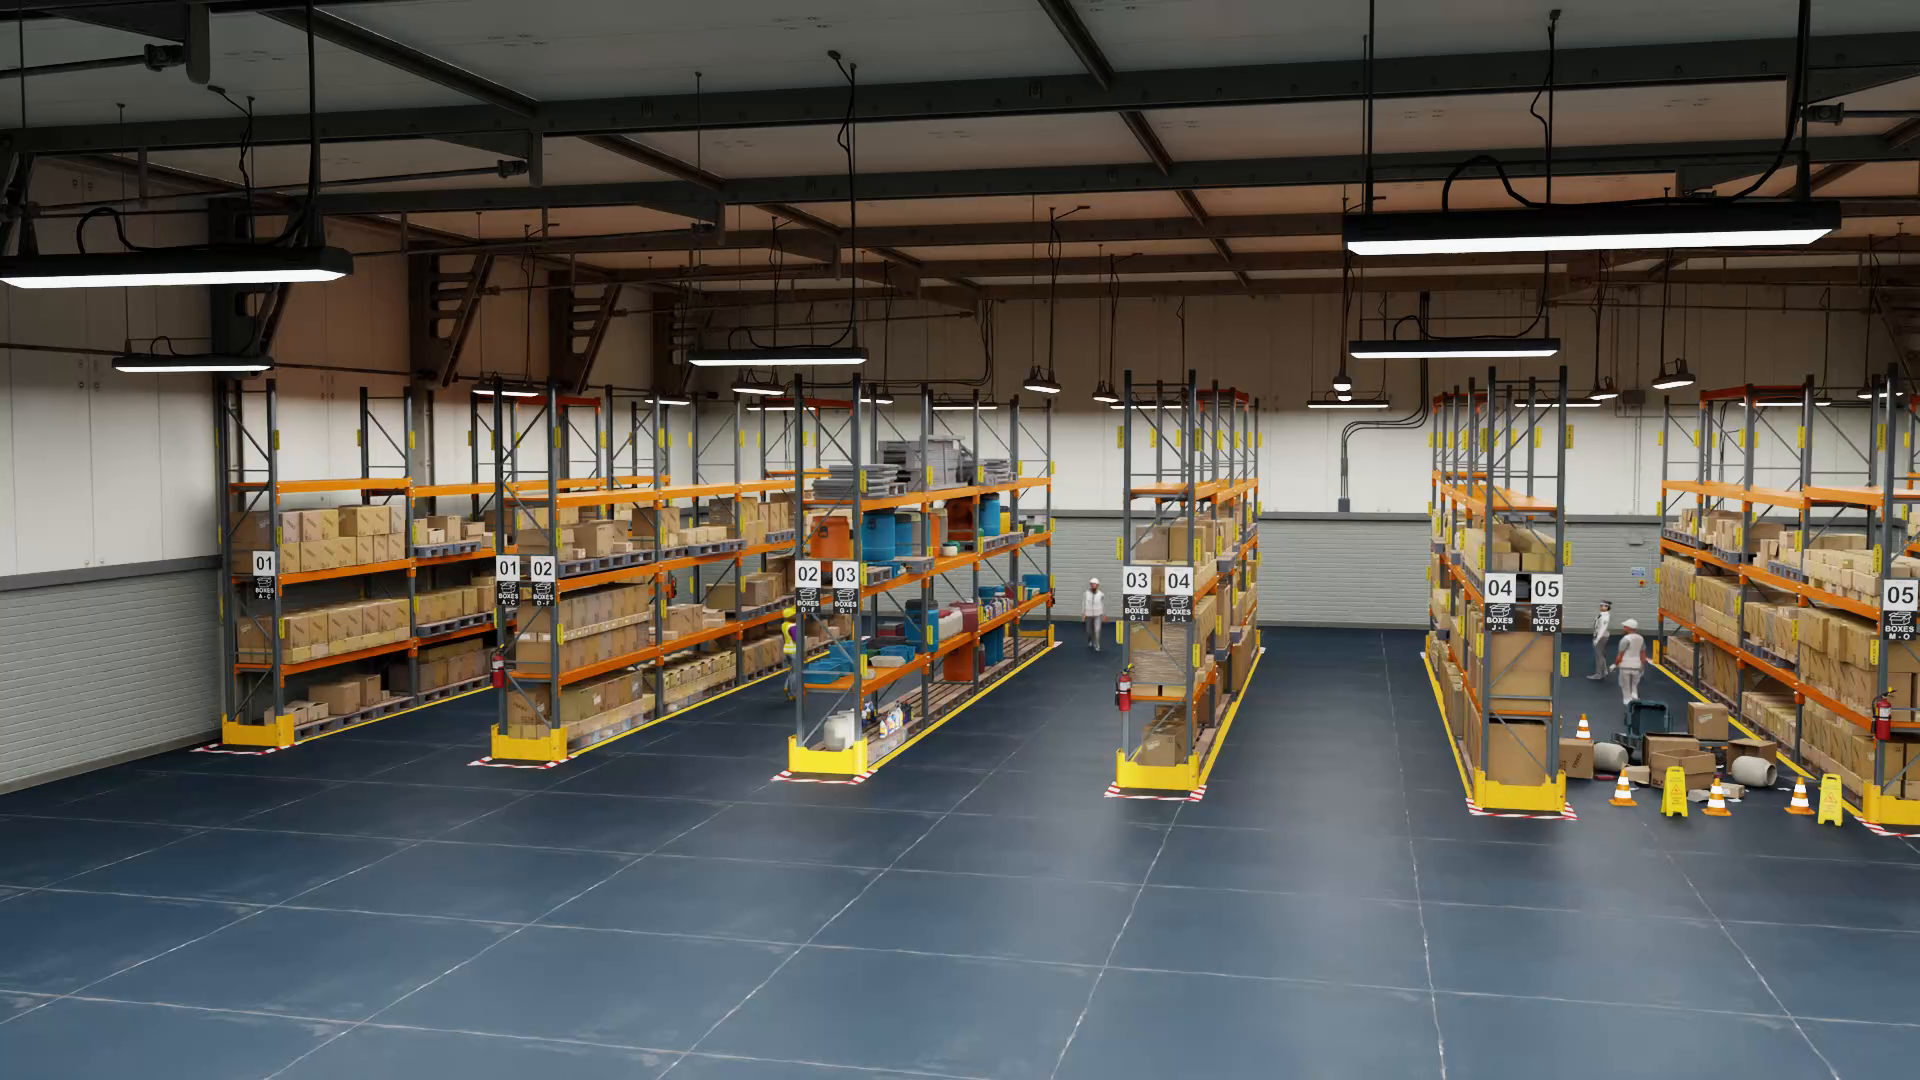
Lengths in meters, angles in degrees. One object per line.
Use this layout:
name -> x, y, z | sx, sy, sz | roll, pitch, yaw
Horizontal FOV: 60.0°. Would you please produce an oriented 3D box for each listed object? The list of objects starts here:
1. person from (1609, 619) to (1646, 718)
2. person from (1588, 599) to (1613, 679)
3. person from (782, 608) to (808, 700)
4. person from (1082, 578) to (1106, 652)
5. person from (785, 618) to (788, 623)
person -> 11.962, 2.318, 29.751 | 0.614, 1.822, 0.542 | 0, 3, 3
person -> 13.364, 2.084, 34.718 | 0.443, 1.697, 0.523 | 3, 4, 36
person -> -3.170, 2.182, 31.875 | 0.477, 1.768, 0.601 | -3, 4, -39
person -> 3.184, 1.765, 39.492 | 0.580, 1.731, 0.883 | 0, 3, 6
person -> -4.341, 1.567, 43.527 | 0.615, 1.718, 0.820 | 1, 4, 14
